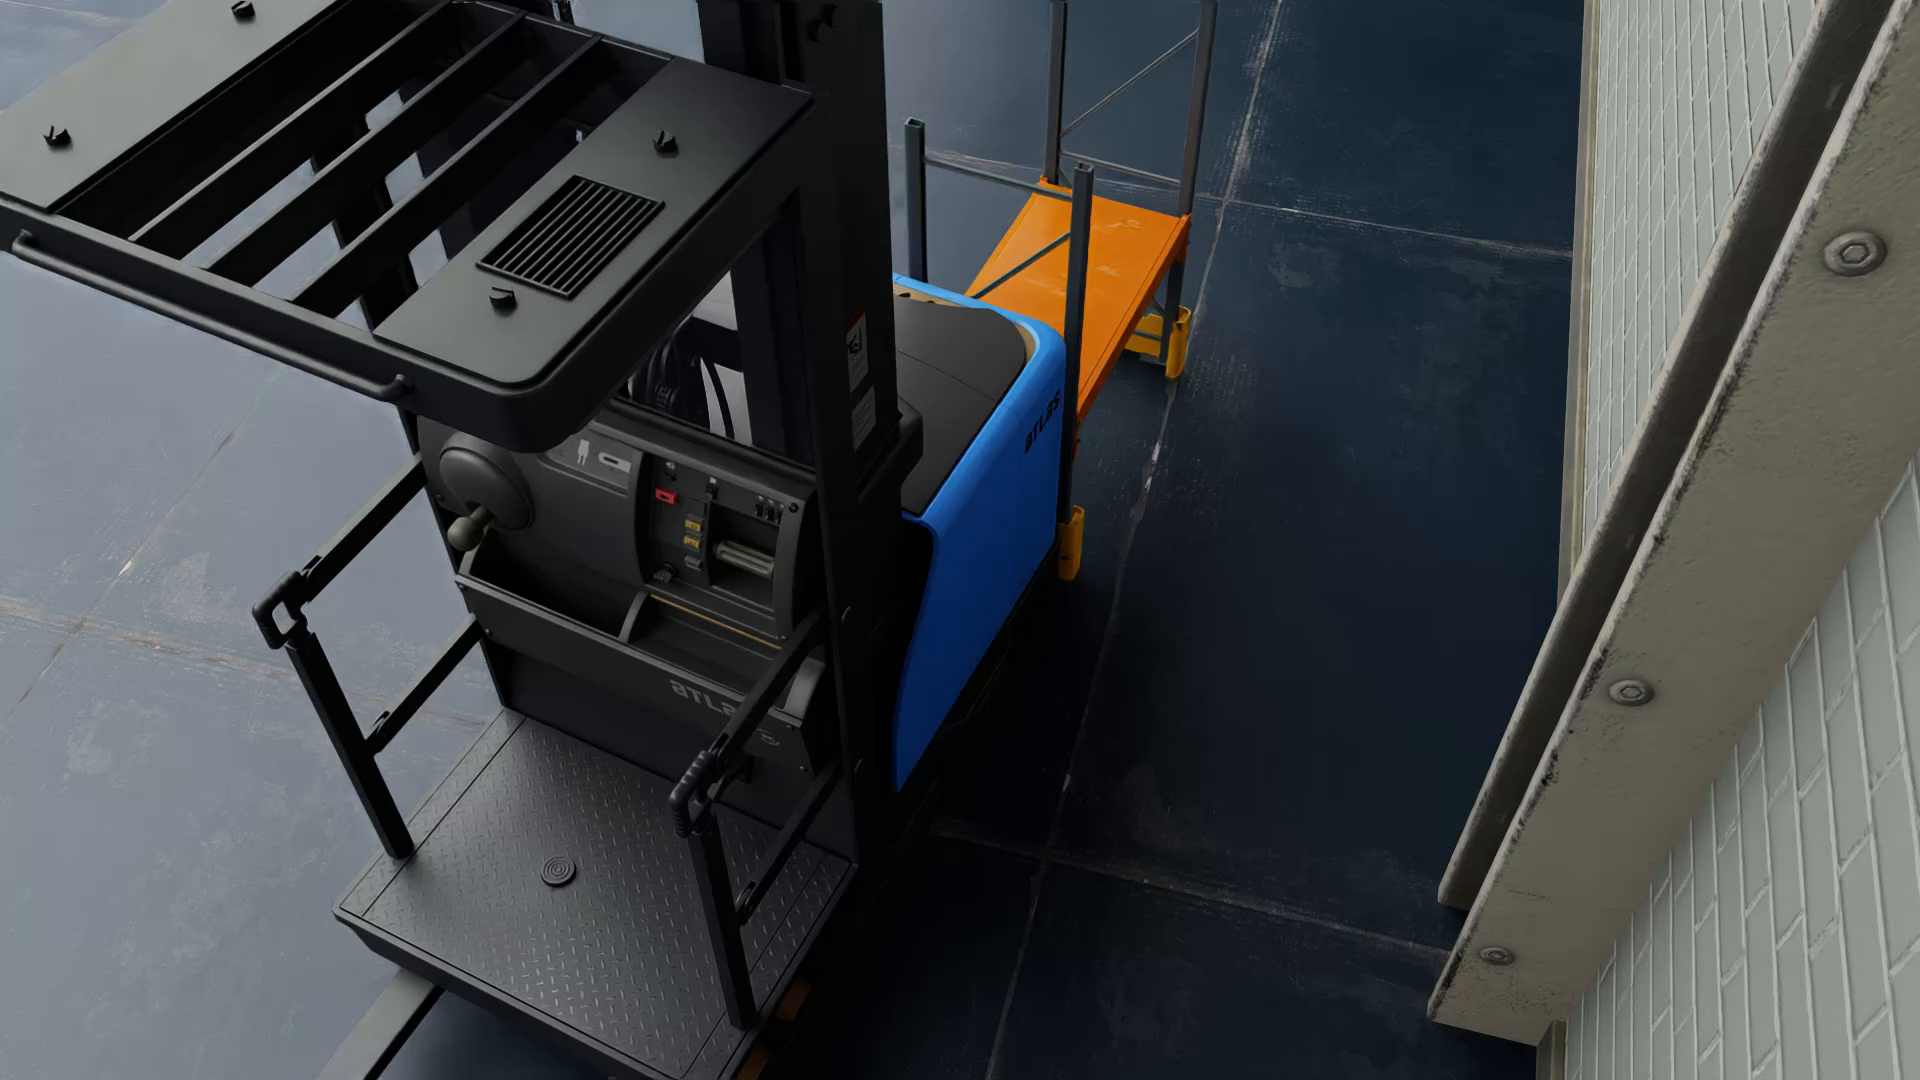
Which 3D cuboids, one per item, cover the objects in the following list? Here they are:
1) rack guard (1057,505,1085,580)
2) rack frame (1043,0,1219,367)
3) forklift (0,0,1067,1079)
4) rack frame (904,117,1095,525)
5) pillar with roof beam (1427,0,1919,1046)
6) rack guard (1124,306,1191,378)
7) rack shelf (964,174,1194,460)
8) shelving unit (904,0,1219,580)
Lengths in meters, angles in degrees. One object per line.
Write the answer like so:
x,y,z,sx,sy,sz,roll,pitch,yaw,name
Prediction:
0.095,-0.070,5.145,0.587,0.250,0.087,18,51,16,rack guard
0.506,-1.180,5.291,0.500,1.500,0.032,18,51,16,rack frame
-0.819,0.018,3.279,1.130,2.935,3.031,21,52,17,forklift
0.094,-0.483,4.676,0.500,1.500,0.032,18,51,16,rack frame
-2.777,-2.734,1.661,9.100,9.000,0.400,12,50,10,pillar with roof beam
0.498,-0.753,5.748,0.587,0.250,0.087,18,51,16,rack guard
0.300,-0.712,5.118,0.538,0.185,1.000,18,51,16,rack shelf
0.296,-0.825,4.978,0.587,1.500,1.083,18,51,16,shelving unit
